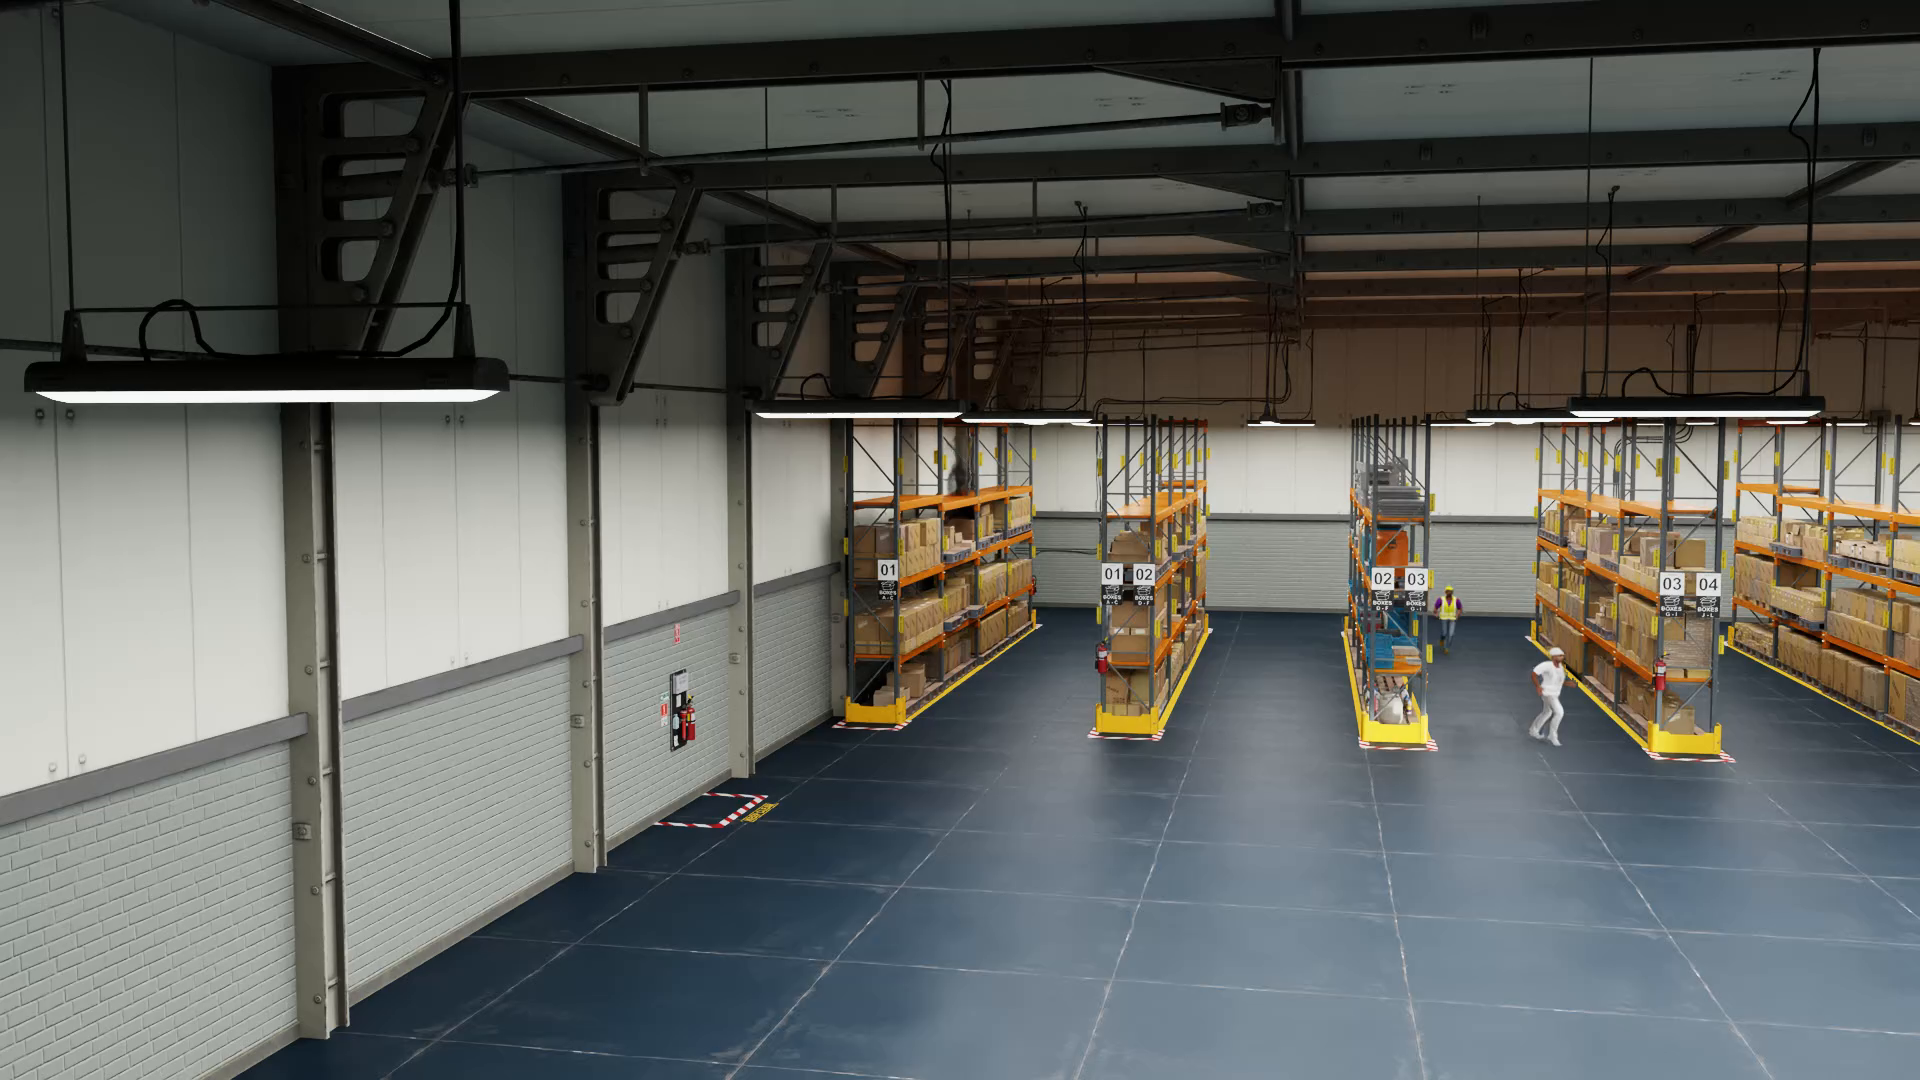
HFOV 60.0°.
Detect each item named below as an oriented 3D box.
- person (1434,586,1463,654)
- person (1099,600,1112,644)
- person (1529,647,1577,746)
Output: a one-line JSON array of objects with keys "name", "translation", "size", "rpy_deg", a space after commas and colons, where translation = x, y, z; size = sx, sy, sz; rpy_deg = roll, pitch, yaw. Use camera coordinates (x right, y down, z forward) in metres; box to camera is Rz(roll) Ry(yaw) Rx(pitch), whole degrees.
[{"name": "person", "translation": [12.516, 2.036, 42.617], "size": [0.716, 1.721, 0.597], "rpy_deg": [1, 4, 11]}, {"name": "person", "translation": [4.019, 1.948, 44.483], "size": [0.630, 1.656, 0.560], "rpy_deg": [1, 4, 16]}, {"name": "person", "translation": [10.769, 2.851, 30.310], "size": [0.627, 1.812, 0.864], "rpy_deg": [-4, 5, -44]}]
